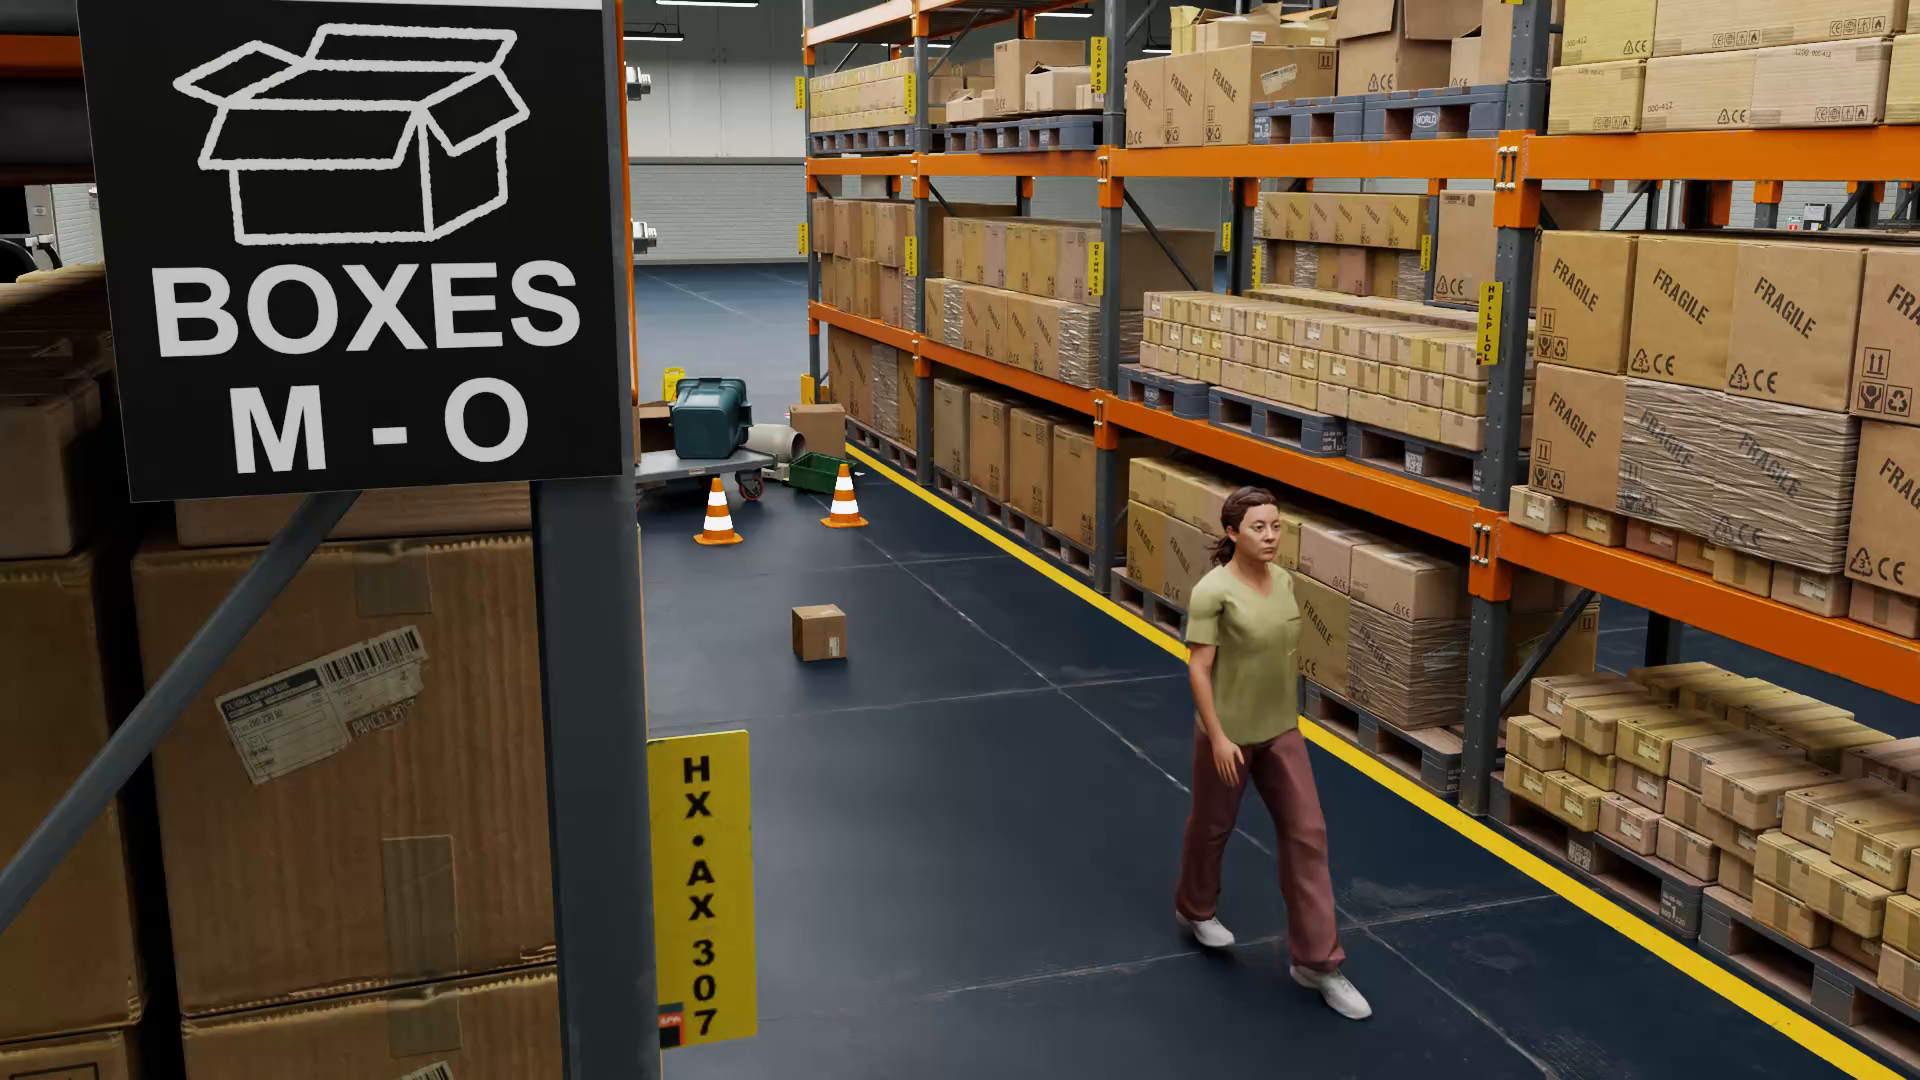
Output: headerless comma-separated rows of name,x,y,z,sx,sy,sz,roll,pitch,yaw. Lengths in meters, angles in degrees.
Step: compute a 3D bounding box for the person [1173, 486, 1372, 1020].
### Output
person,0.989,0.664,5.469,0.479,1.669,0.843,-6,14,-26
